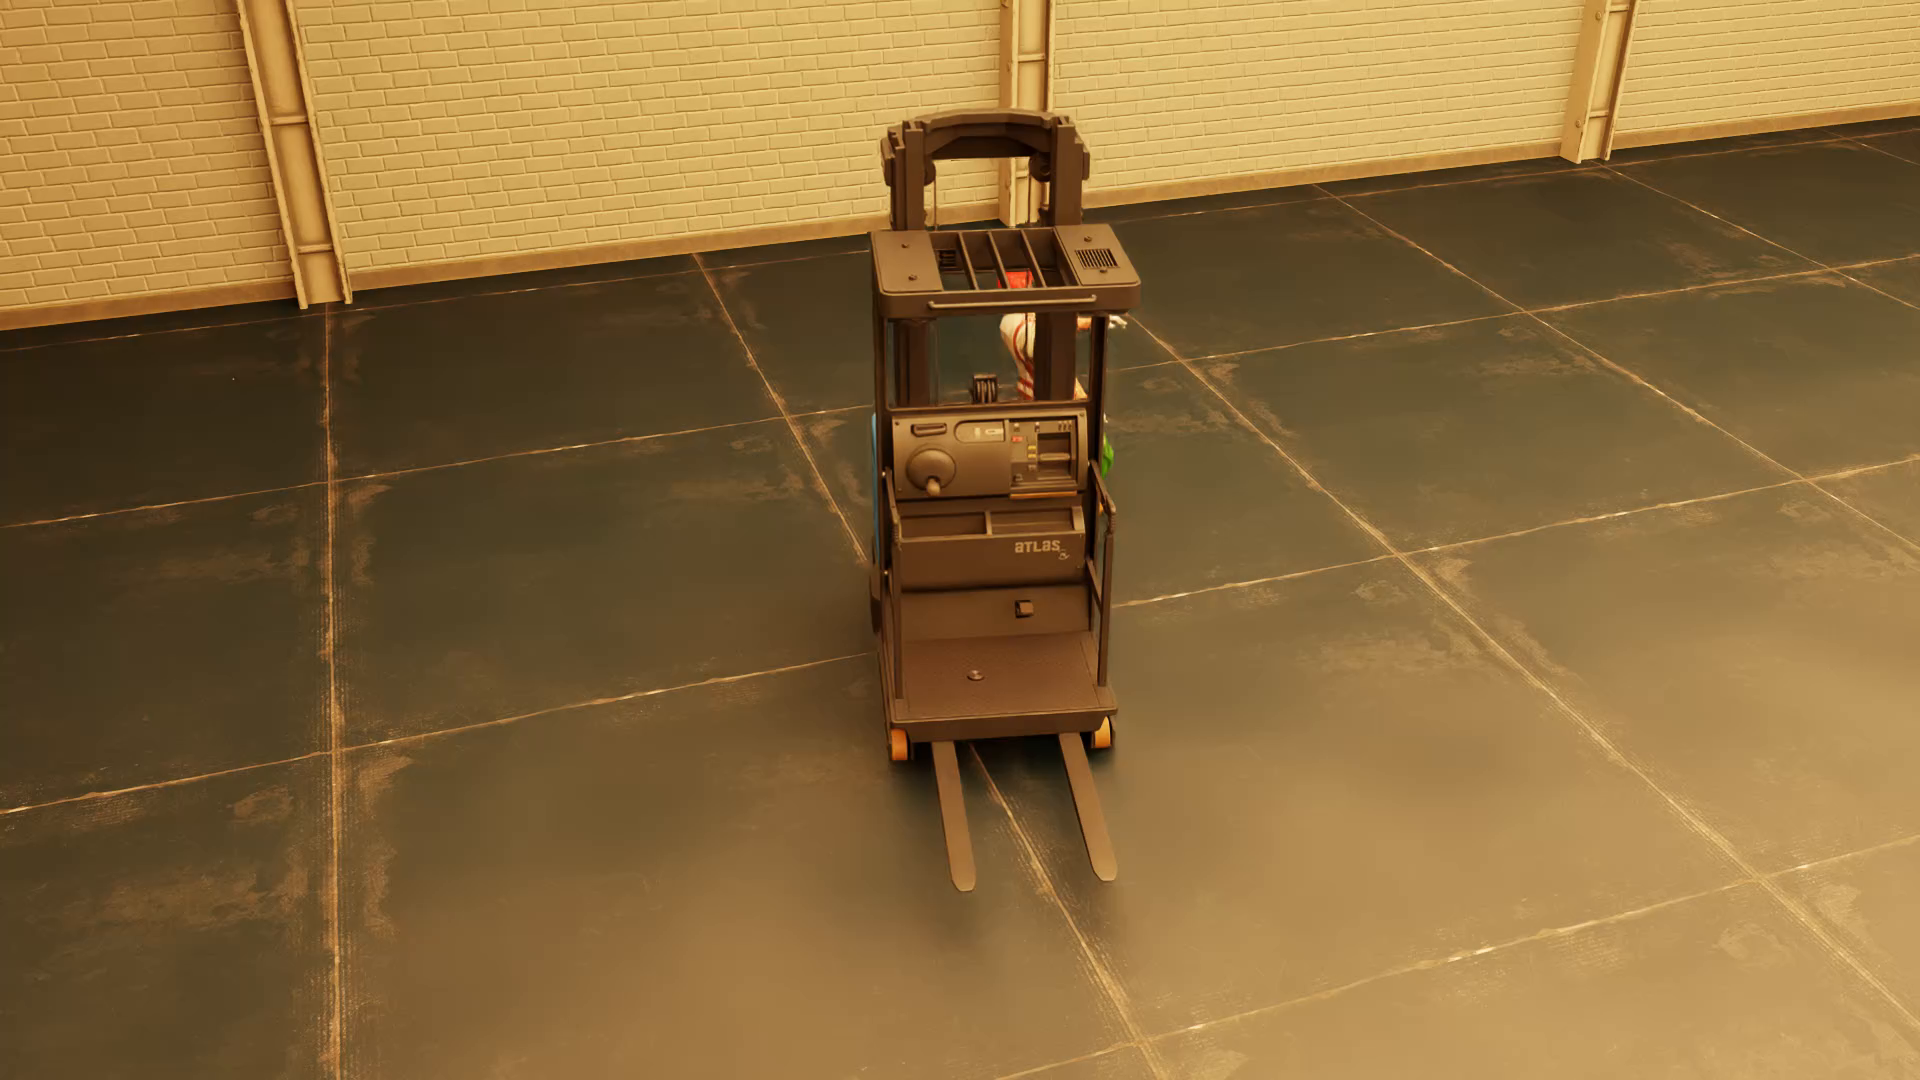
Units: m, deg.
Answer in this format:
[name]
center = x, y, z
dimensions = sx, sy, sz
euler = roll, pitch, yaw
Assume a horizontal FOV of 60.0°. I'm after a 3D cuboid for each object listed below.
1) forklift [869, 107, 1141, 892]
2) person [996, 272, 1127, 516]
[forklift]
center = 0.169, -0.365, 7.722
dimensions = 1.130, 2.935, 3.031
euler = -3, 30, -5
[person]
center = 0.579, -0.808, 9.798
dimensions = 0.863, 1.614, 0.861
euler = -18, 34, -28
